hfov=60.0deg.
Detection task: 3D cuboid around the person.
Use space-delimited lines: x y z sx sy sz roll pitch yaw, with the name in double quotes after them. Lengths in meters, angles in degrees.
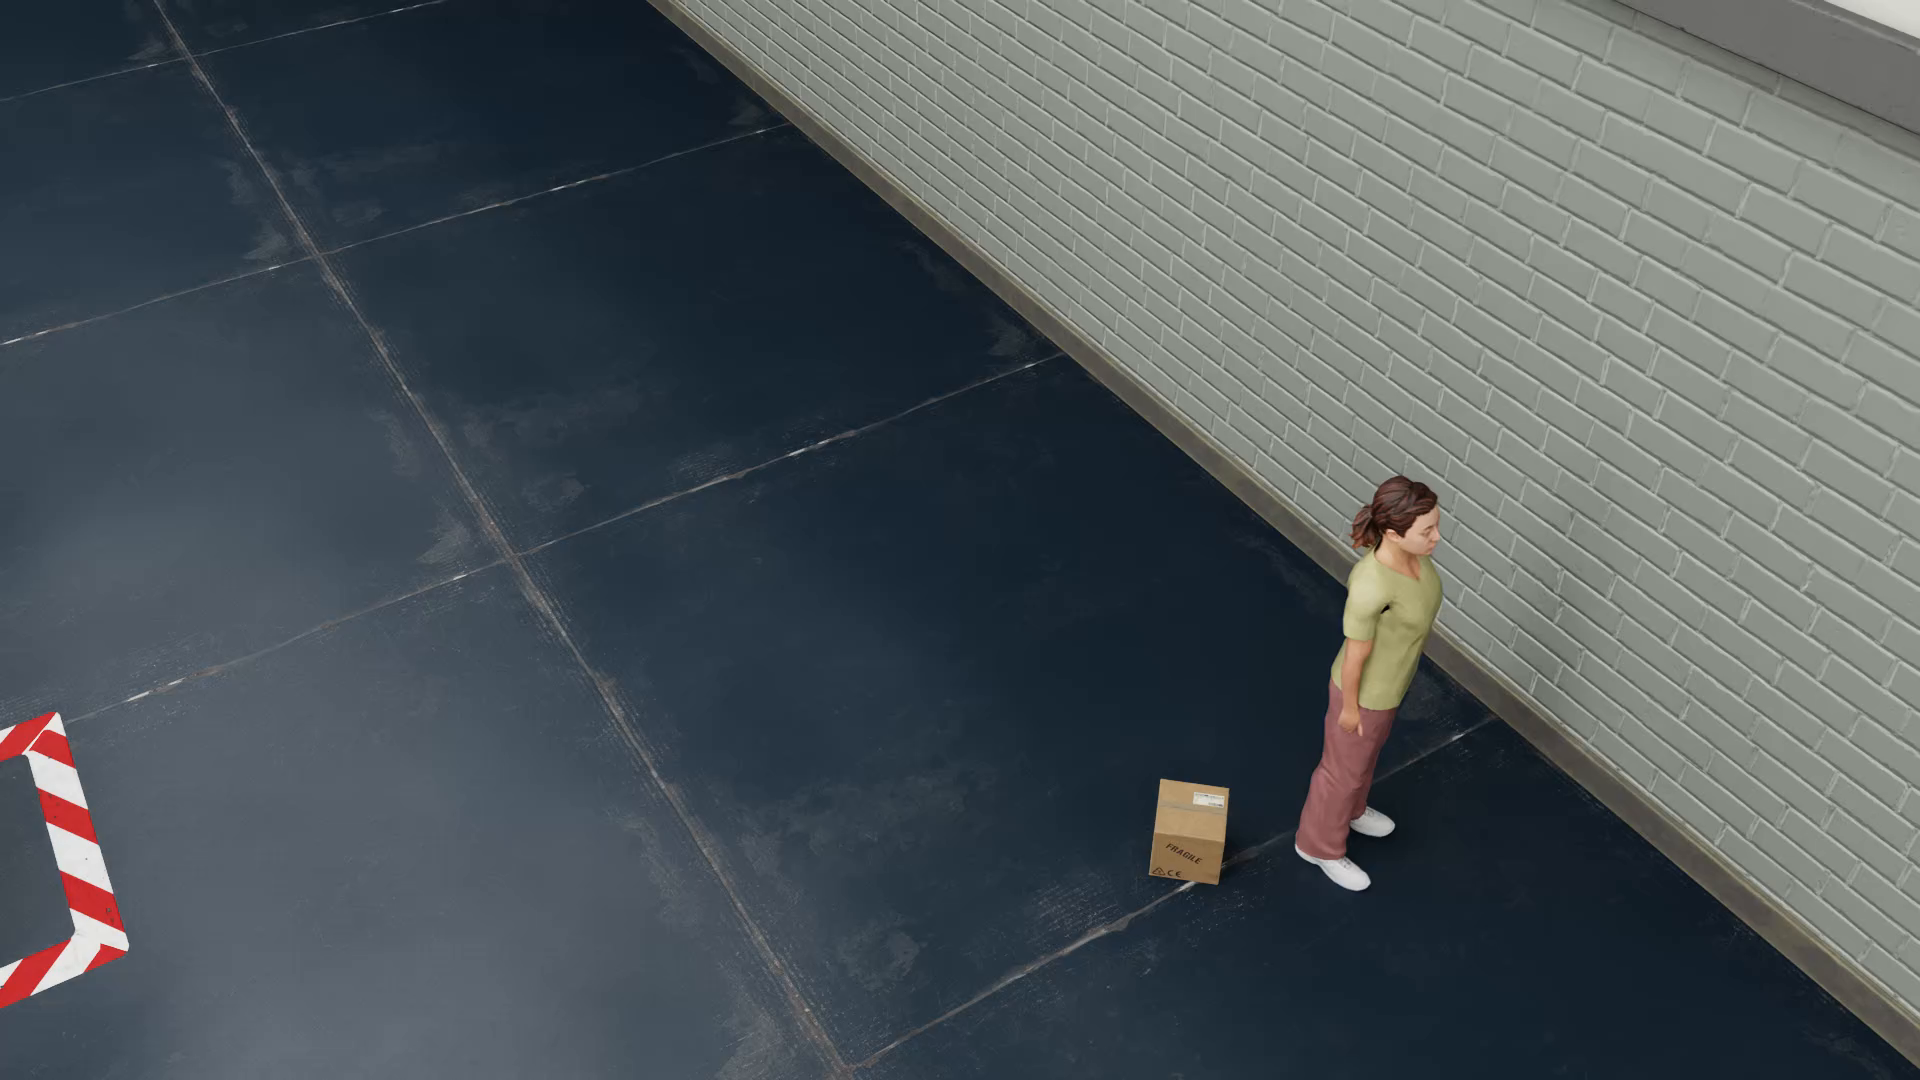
1.395 0.469 5.617 0.364 1.674 0.431 20 45 21 "person"
